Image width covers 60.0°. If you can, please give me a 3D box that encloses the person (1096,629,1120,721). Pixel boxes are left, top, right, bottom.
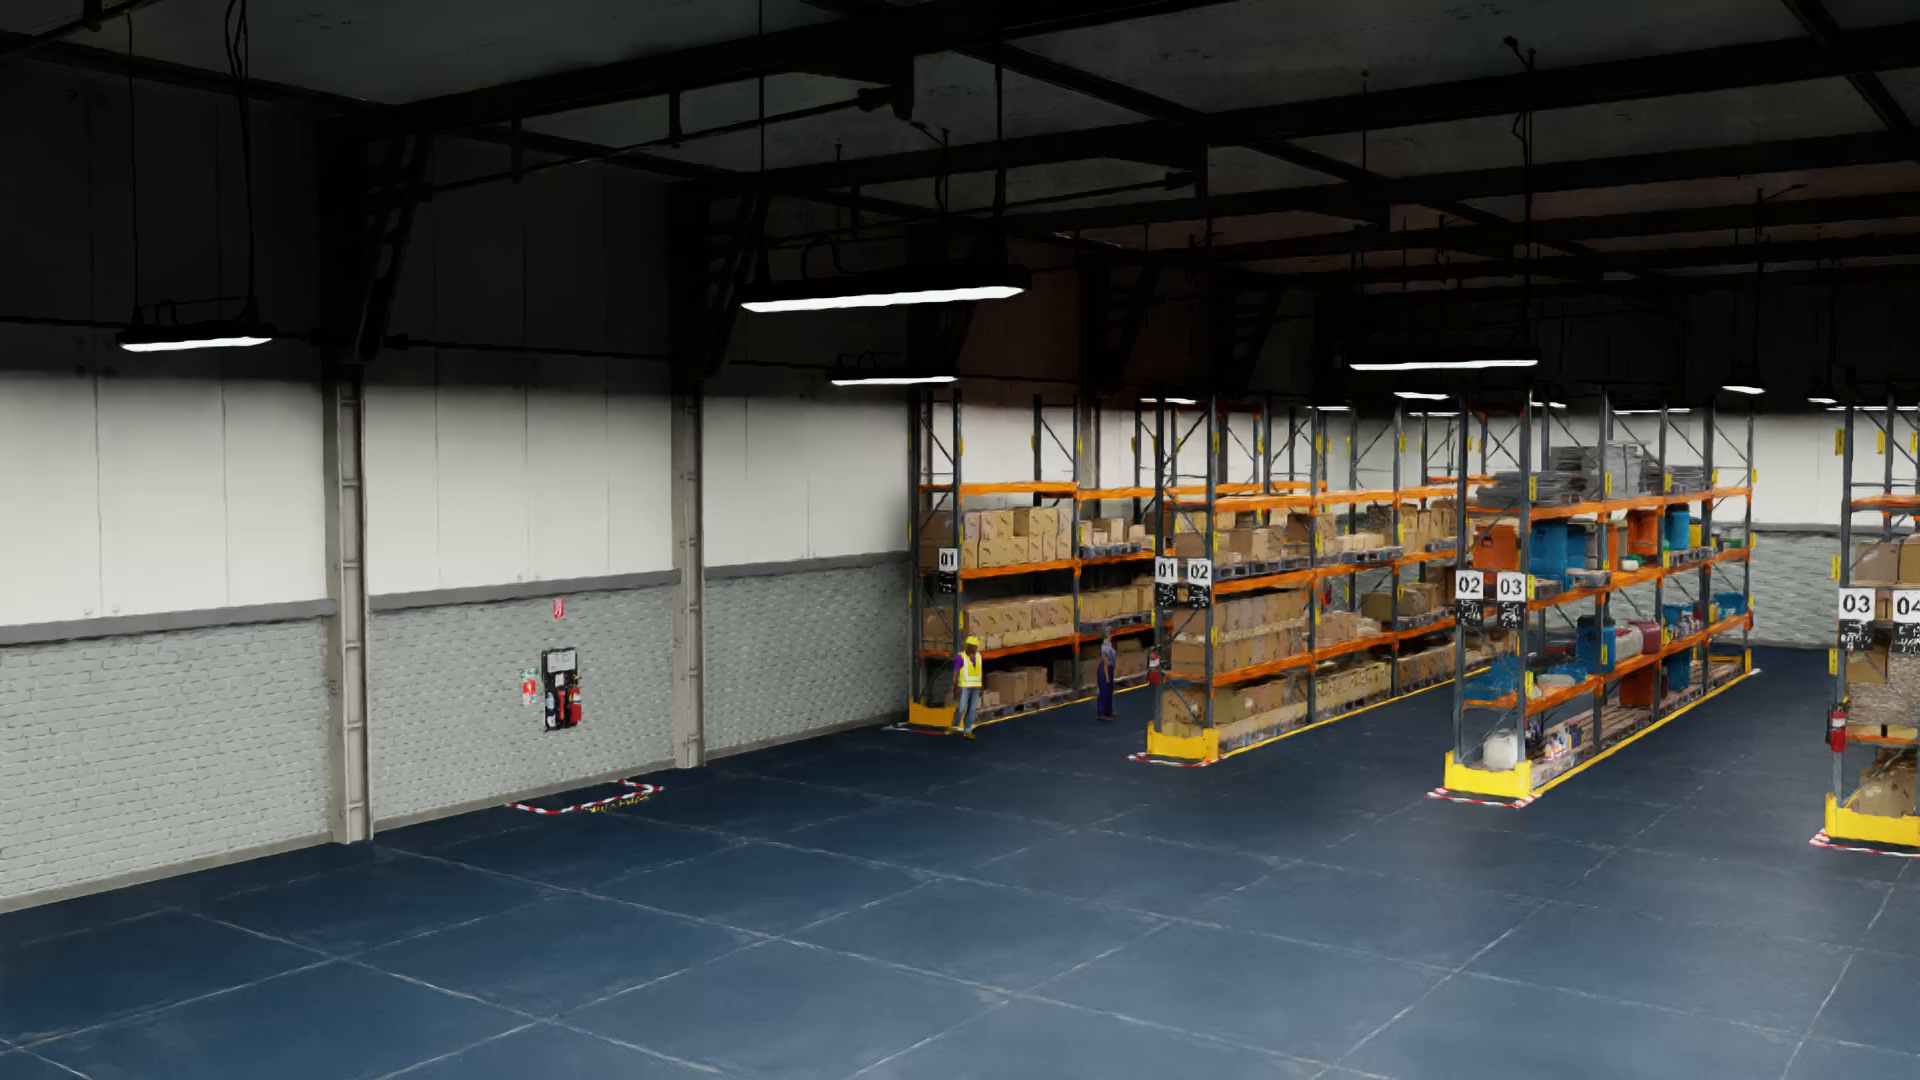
[{"bbox_3d":[2.707,2.440,30.346,0.431,1.652,0.527,0,3,8],"label":"person"}]

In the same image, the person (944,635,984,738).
[{"bbox_3d":[0.088,2.496,28.309,0.711,1.761,0.464,-2,4,-26],"label":"person"}]
